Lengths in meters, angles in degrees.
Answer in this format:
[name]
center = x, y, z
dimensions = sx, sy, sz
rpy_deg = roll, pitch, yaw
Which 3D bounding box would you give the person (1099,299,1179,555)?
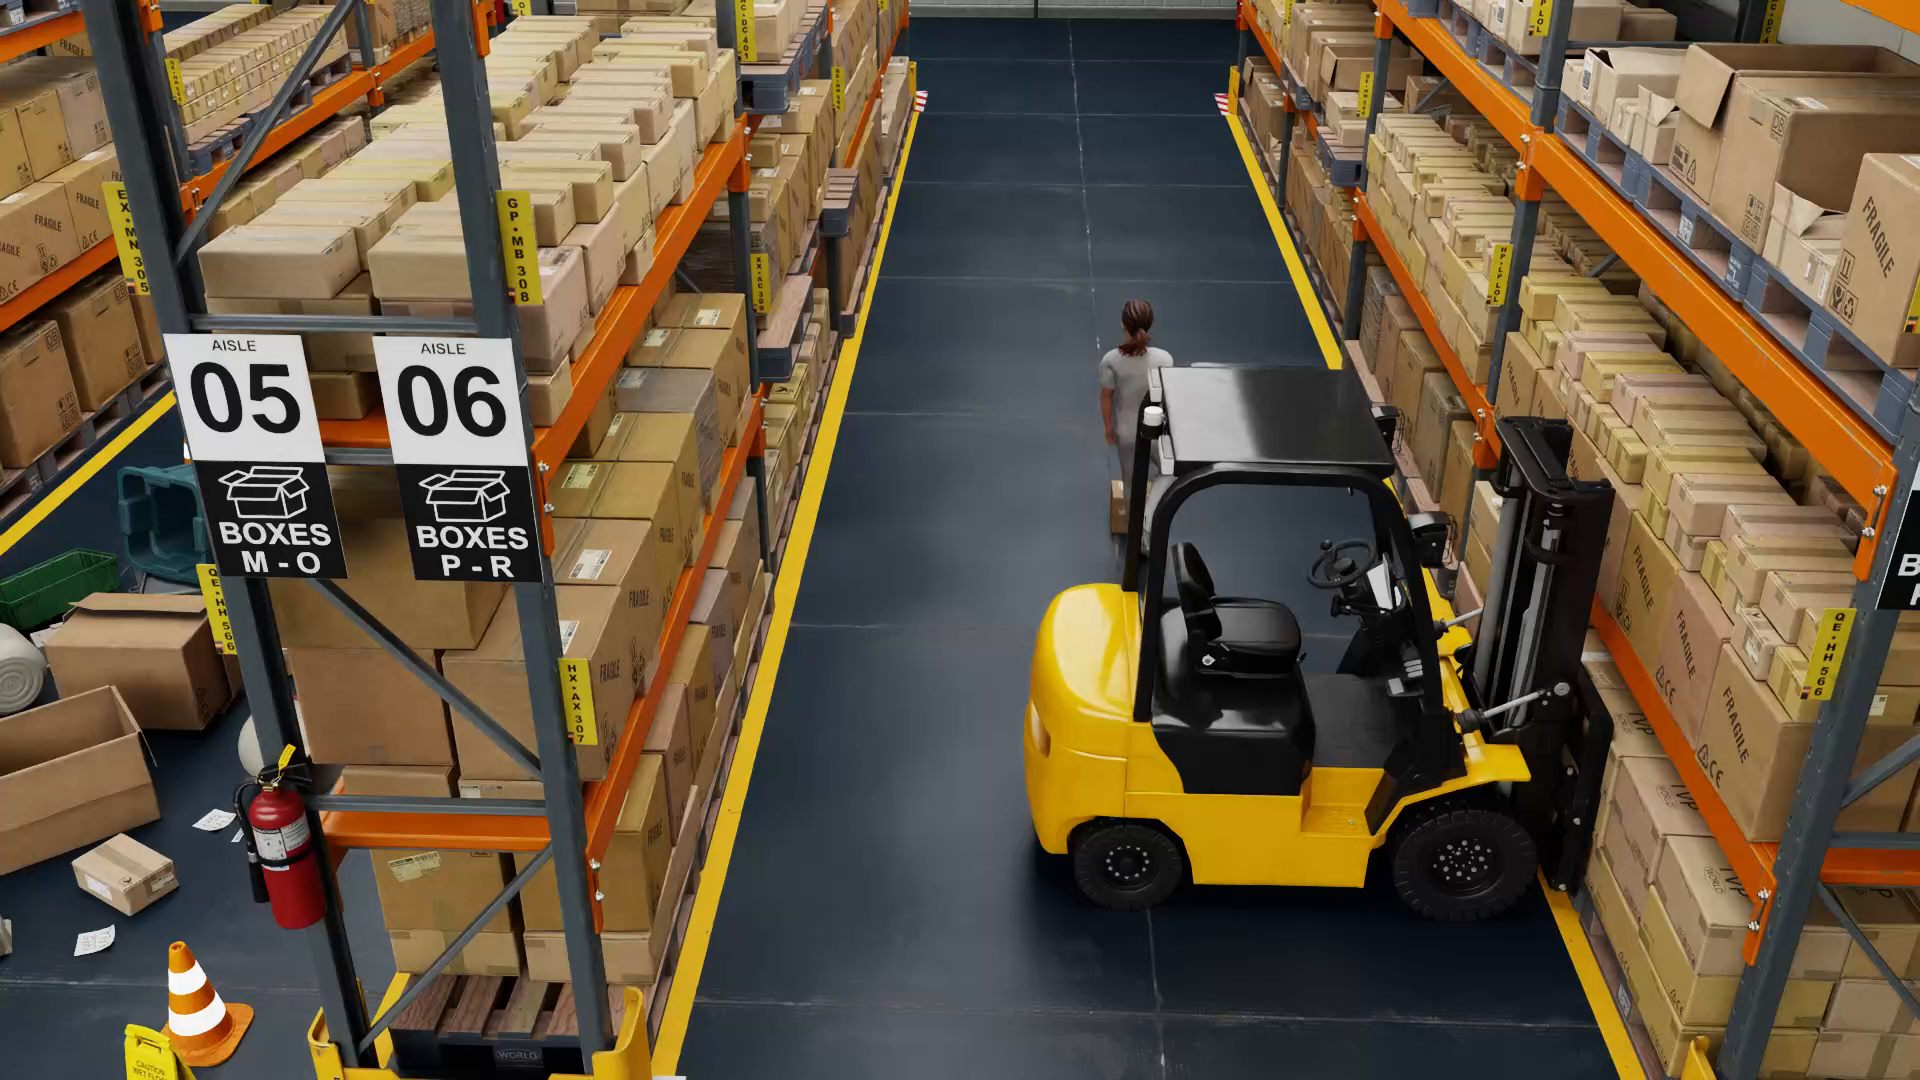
[person]
center = 1.088, -0.666, 9.846
dimensions = 0.508, 1.664, 0.616
rpy_deg = 8, 29, 14
